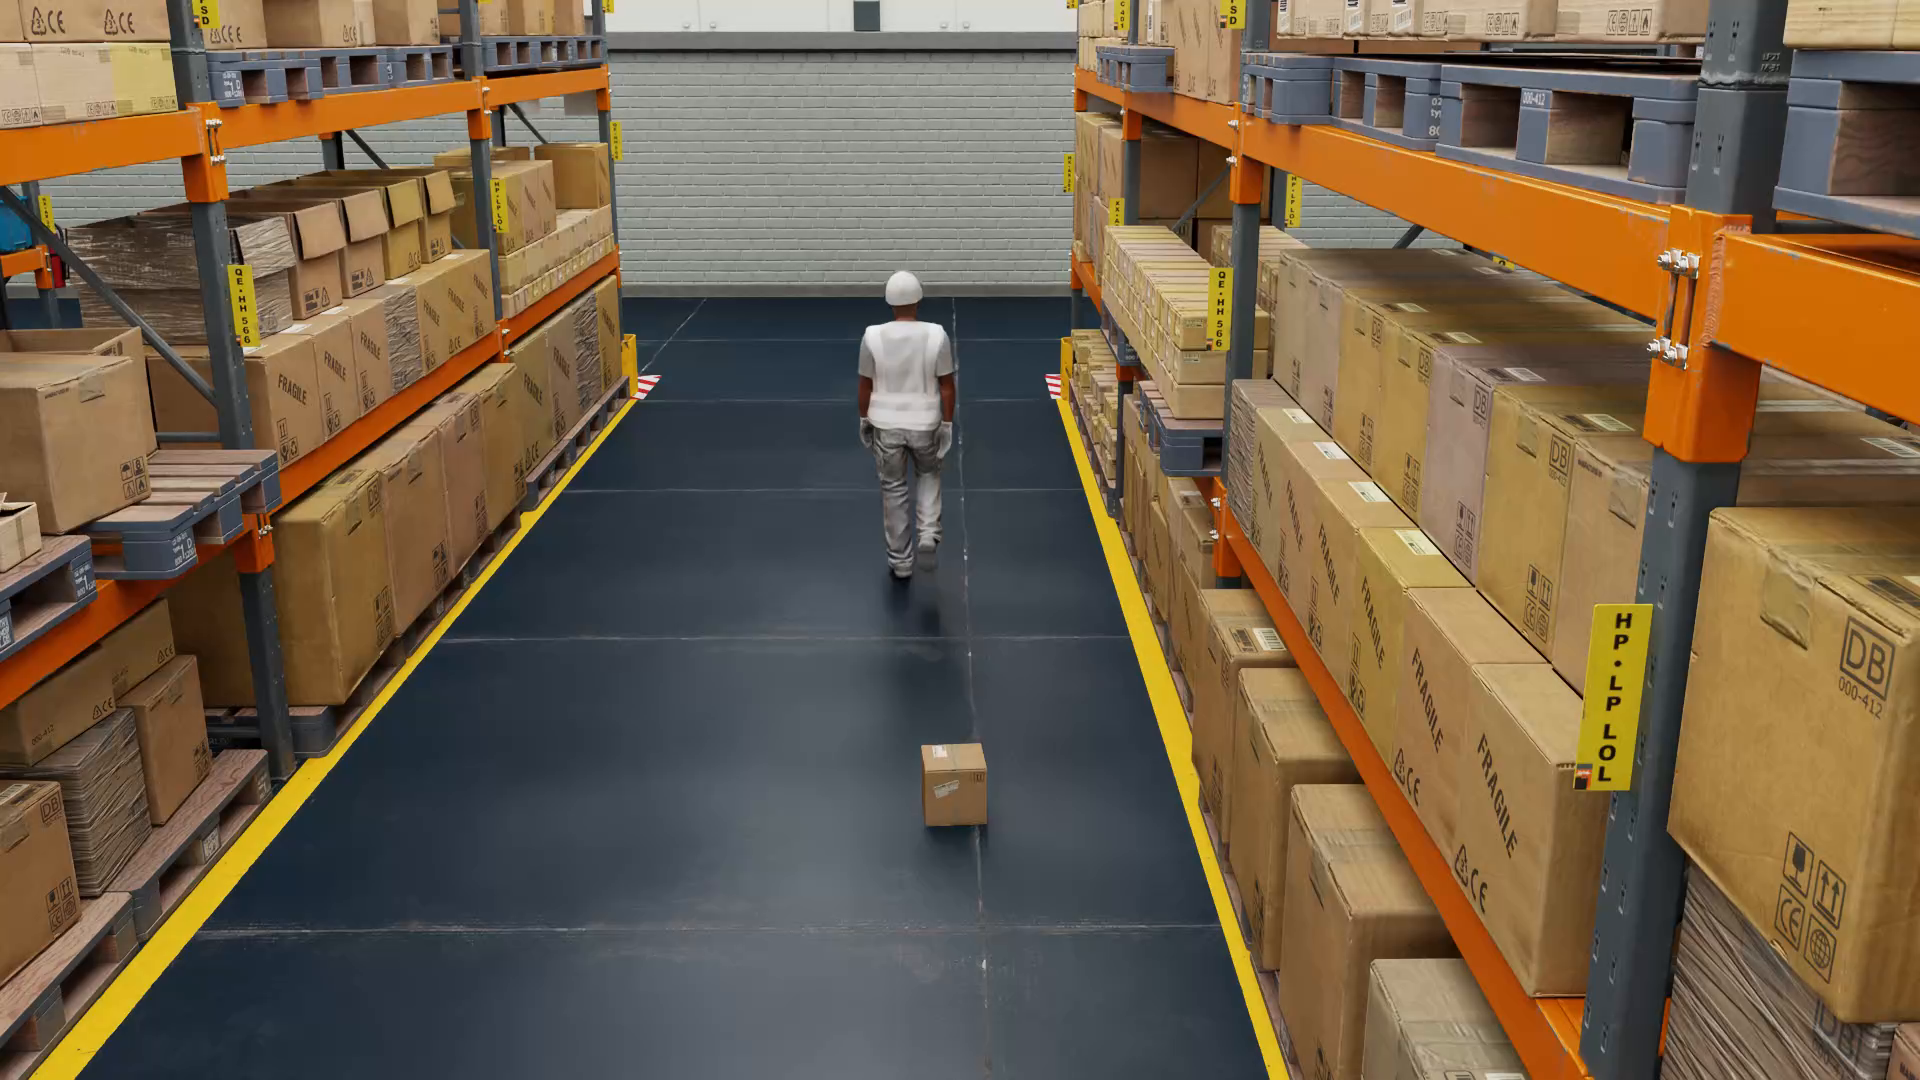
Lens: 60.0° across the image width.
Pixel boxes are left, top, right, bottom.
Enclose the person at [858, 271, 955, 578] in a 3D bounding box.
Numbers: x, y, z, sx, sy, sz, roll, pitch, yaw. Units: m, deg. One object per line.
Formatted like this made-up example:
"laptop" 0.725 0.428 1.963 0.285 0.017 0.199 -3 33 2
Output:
"person" -0.317 -0.674 9.668 0.545 1.791 0.446 -2 17 -7
